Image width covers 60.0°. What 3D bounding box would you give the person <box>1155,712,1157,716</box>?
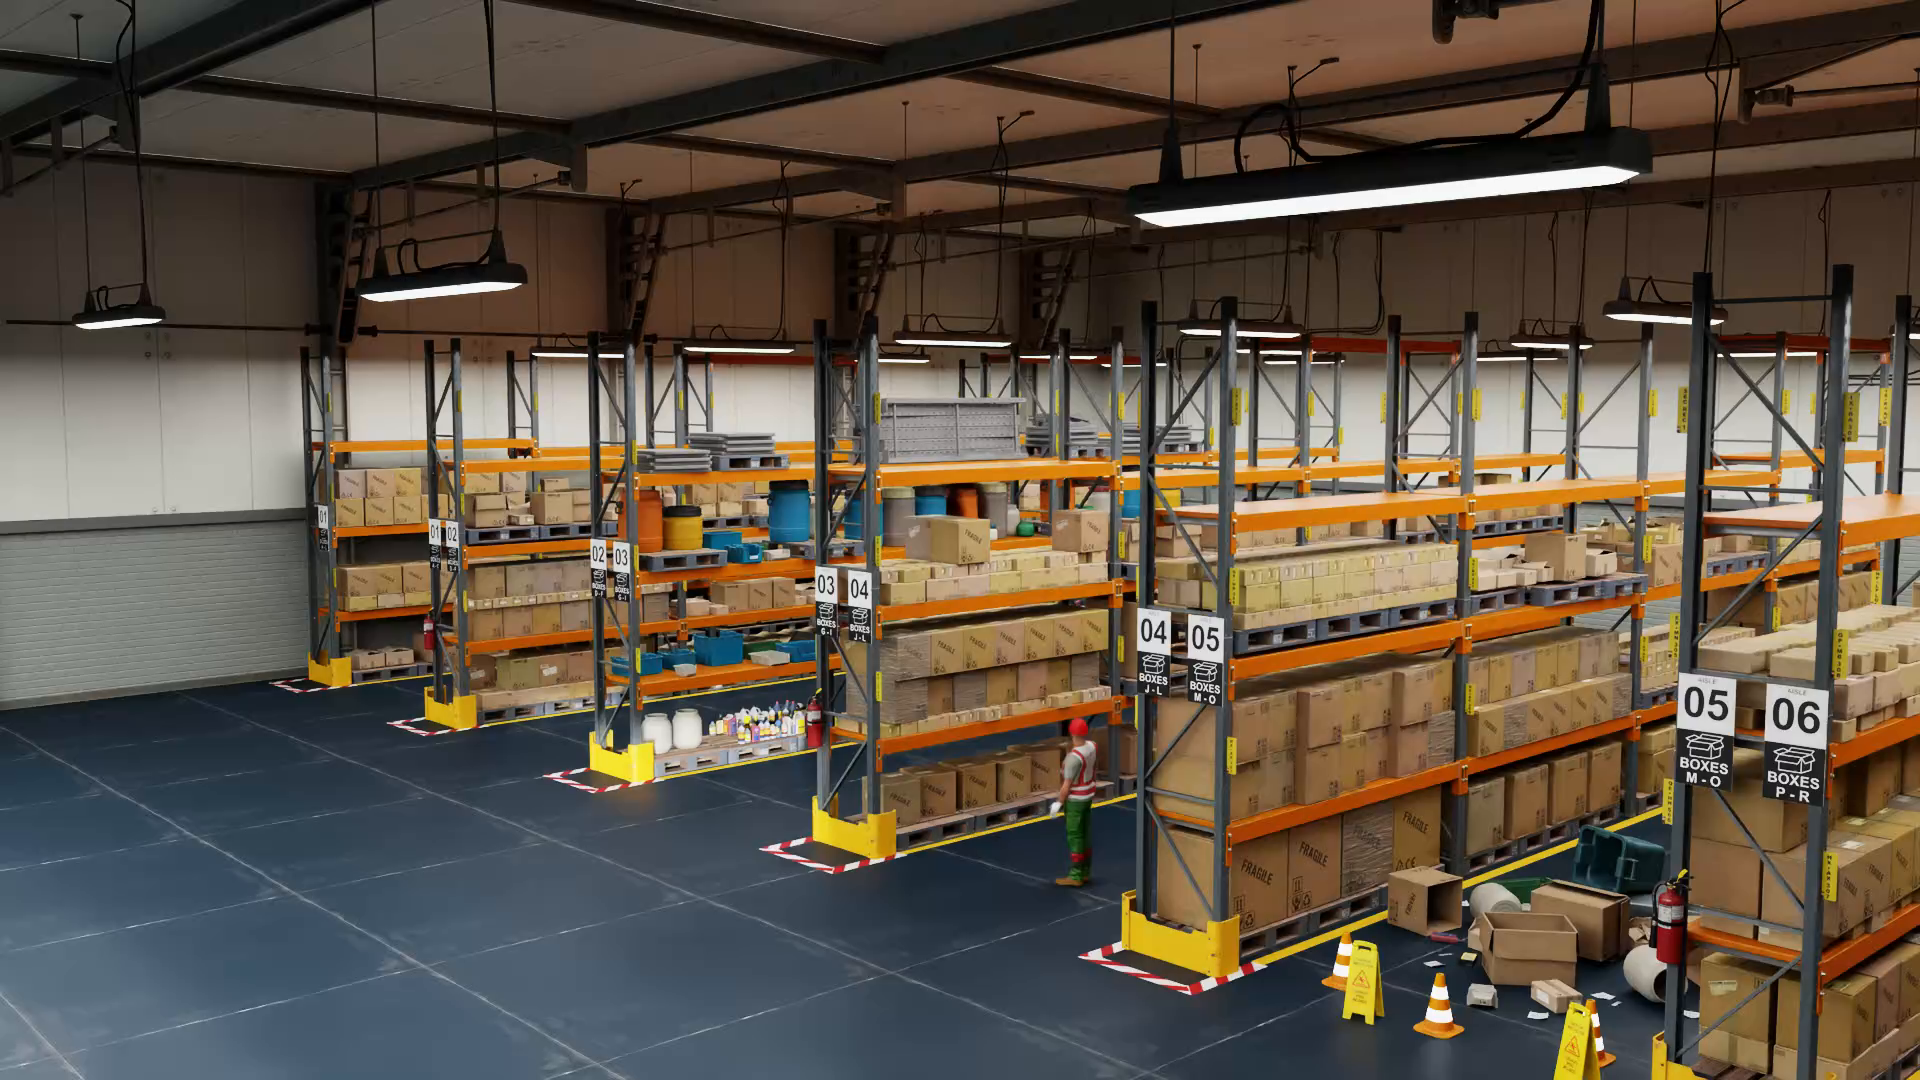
[{"bbox_3d":[3.439,1.854,25.594,0.981,1.634,0.430,-5,7,-42],"label":"person"}]

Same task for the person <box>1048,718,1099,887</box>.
[{"bbox_3d":[1.230,2.736,17.526,0.422,1.795,0.668,3,6,27],"label":"person"}]

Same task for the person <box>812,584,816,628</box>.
[{"bbox_3d":[-2.701,1.430,33.053,0.421,1.661,0.591,4,7,41],"label":"person"}]
